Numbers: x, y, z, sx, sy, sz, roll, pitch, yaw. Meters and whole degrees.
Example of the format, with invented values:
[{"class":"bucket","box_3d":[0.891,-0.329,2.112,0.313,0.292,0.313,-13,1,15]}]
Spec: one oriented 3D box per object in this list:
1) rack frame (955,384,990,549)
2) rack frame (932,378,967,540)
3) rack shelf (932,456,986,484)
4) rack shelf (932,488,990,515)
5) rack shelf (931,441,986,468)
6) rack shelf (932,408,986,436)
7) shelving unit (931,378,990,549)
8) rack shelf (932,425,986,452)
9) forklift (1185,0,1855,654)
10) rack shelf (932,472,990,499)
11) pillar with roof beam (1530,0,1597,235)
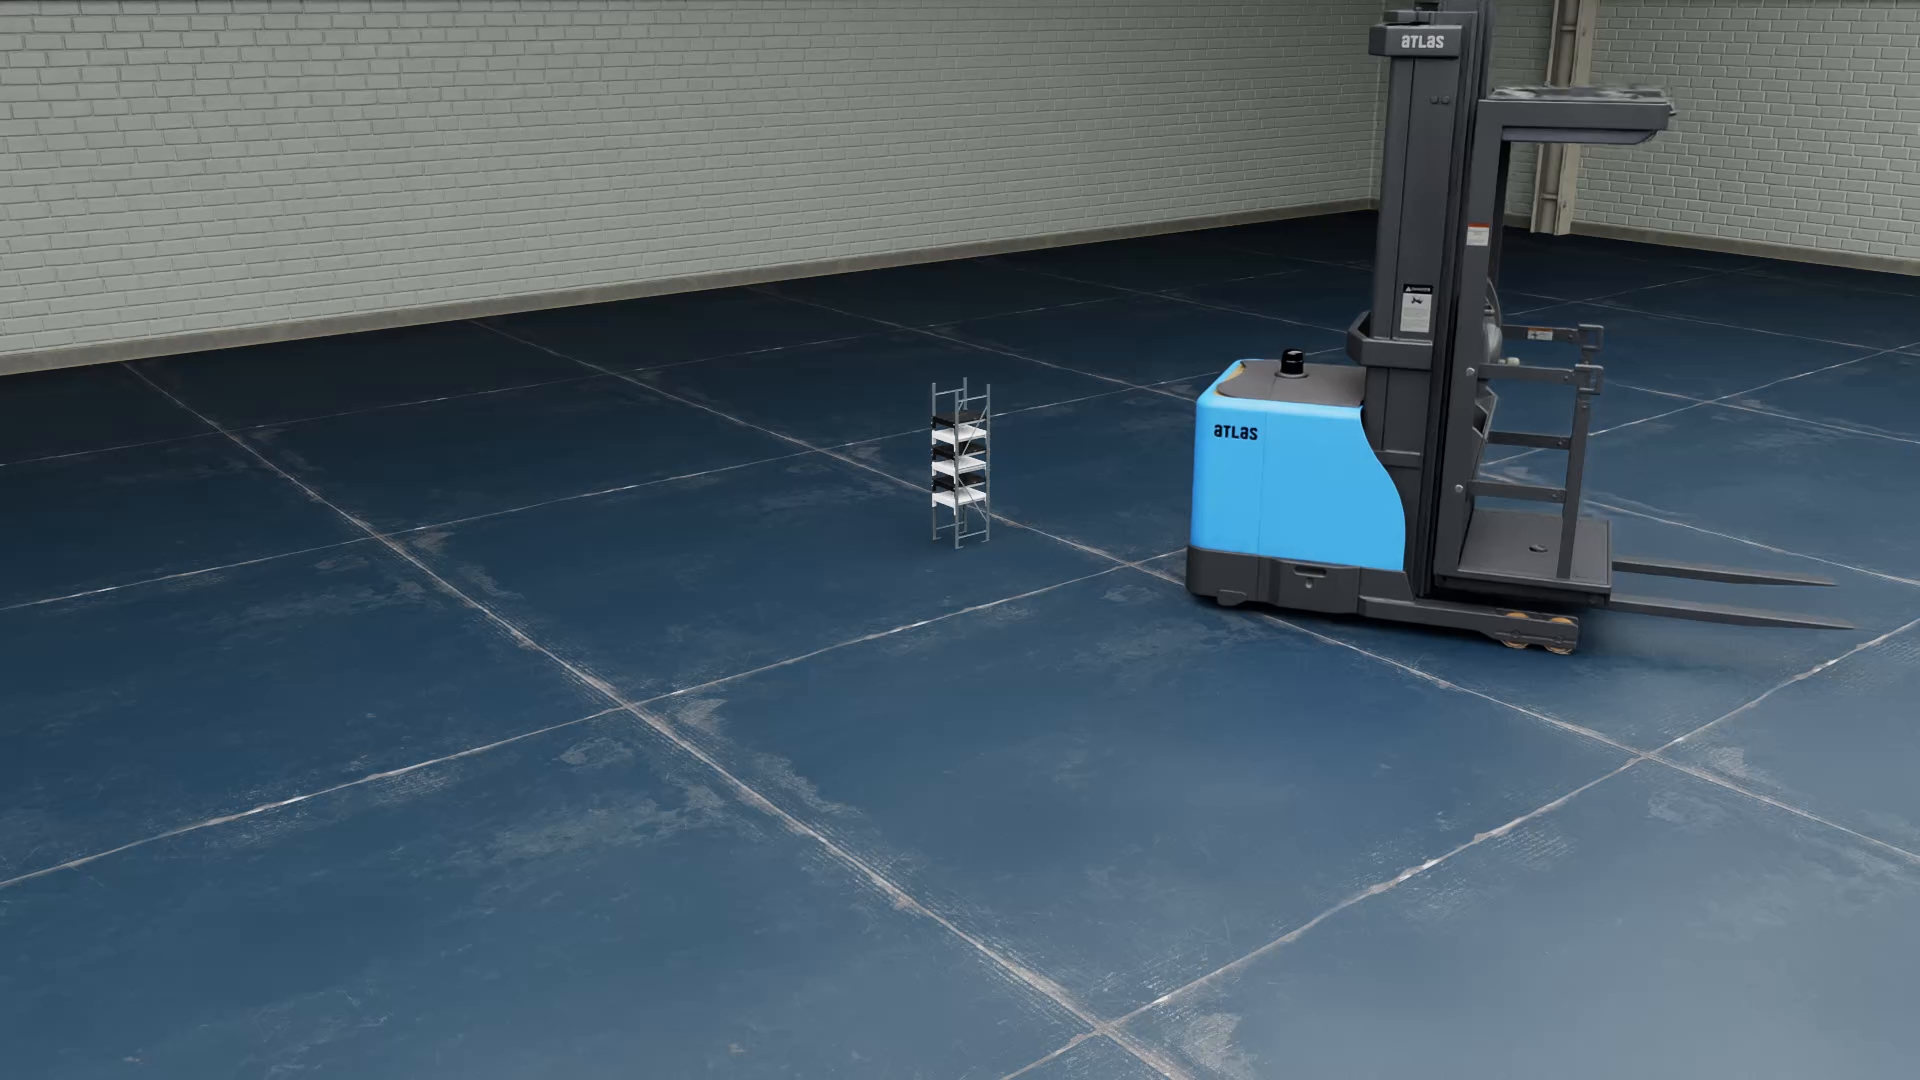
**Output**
[{"class":"rack frame","box_3d":[0.068,-0.400,9.139,0.240,0.900,0.006,-14,23,-36]},{"class":"rack frame","box_3d":[-0.058,-0.450,9.291,0.240,0.900,0.006,-14,23,-36]},{"class":"rack shelf","box_3d":[0.005,-0.394,9.225,0.258,0.077,0.200,-14,23,-36]},{"class":"rack shelf","box_3d":[0.005,-0.223,9.282,0.258,0.077,0.200,-14,23,-36]},{"class":"rack shelf","box_3d":[0.005,-0.479,9.197,0.258,0.077,0.200,-14,23,-36]},{"class":"rack shelf","box_3d":[0.005,-0.650,9.141,0.258,0.077,0.200,-14,23,-36]},{"class":"shelving unit","box_3d":[0.005,-0.425,9.215,0.258,0.900,0.210,-14,23,-36]},{"class":"rack shelf","box_3d":[0.005,-0.564,9.169,0.258,0.077,0.200,-14,23,-36]},{"class":"forklift","box_3d":[2.711,-1.049,7.867,3.031,2.935,1.130,7,19,19]},{"class":"rack shelf","box_3d":[0.005,-0.308,9.254,0.258,0.077,0.200,-14,23,-36]},{"class":"pillar with roof beam","box_3d":[4.147,-7.349,17.240,9.100,9.000,0.400,-14,23,-36]}]
